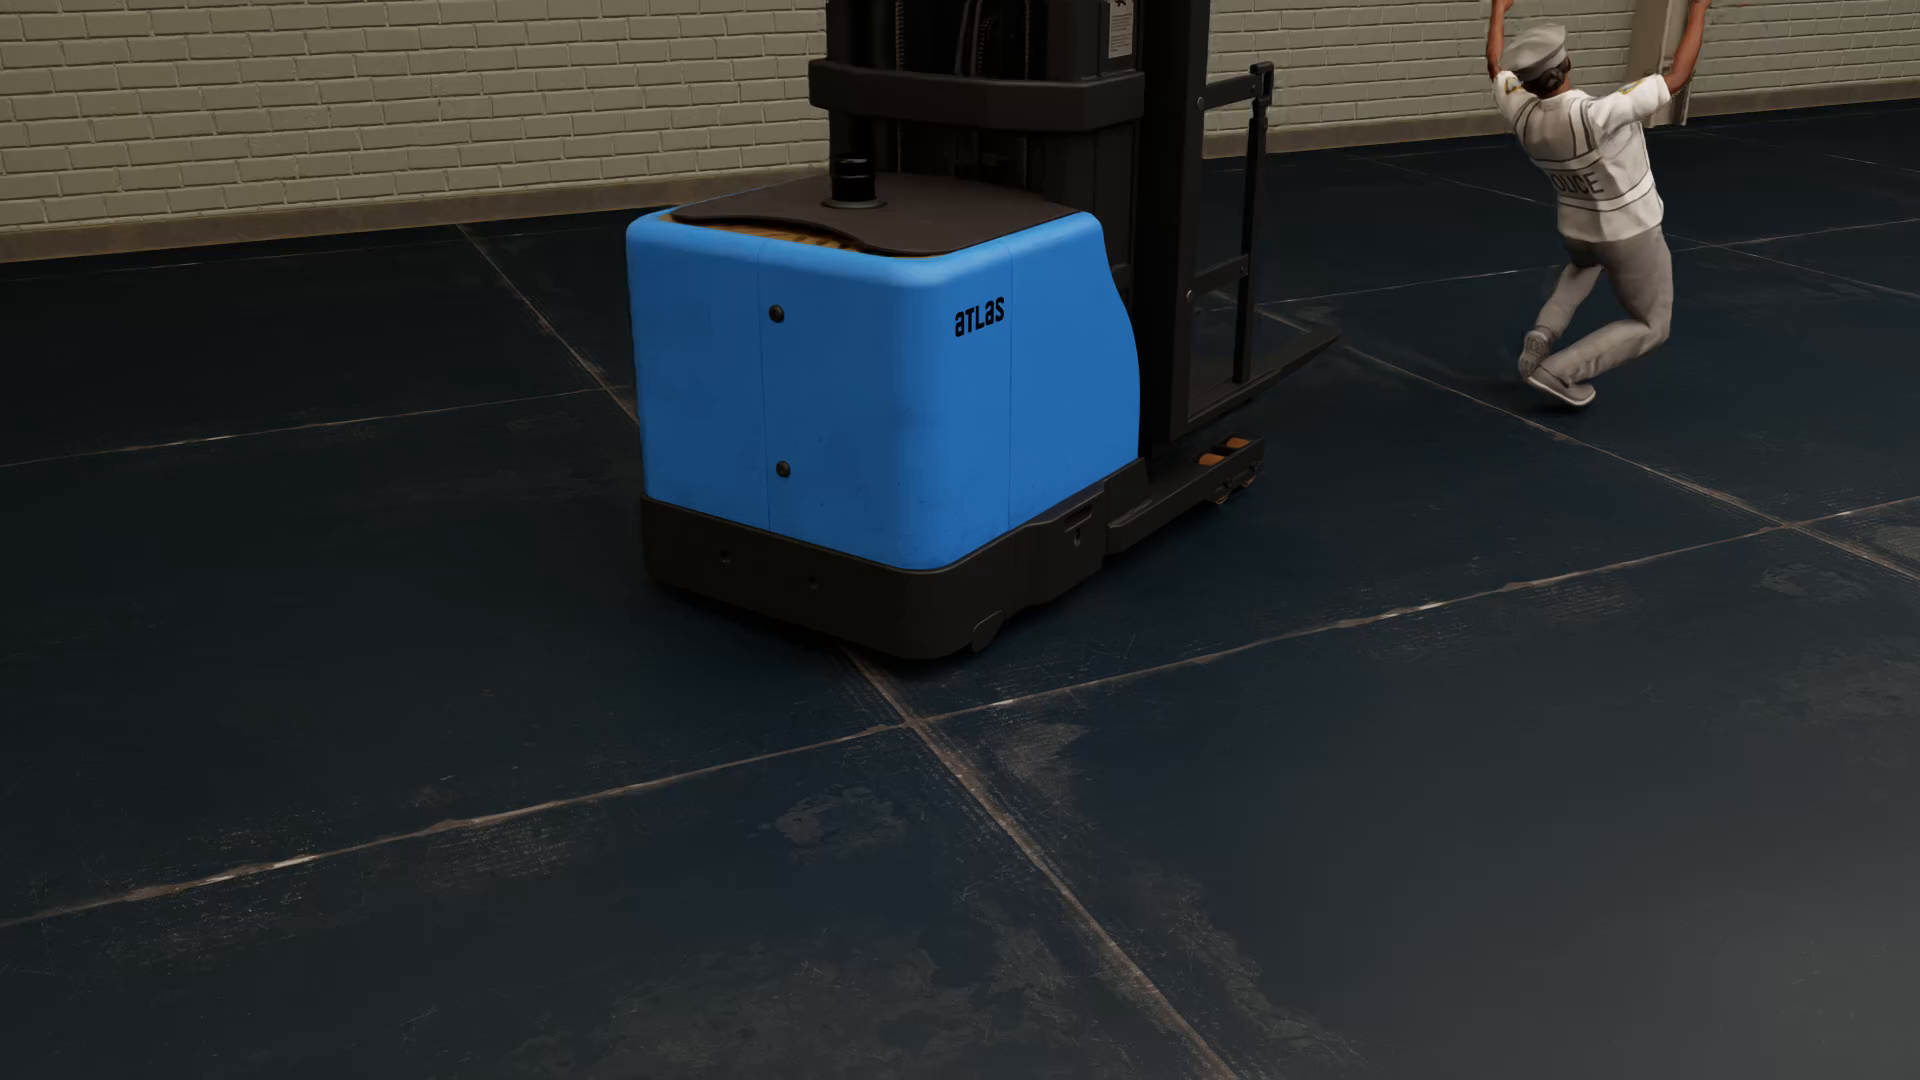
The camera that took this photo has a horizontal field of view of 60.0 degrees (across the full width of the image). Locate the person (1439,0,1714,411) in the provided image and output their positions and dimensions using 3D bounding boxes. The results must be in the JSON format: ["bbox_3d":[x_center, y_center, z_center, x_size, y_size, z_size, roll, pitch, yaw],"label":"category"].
[{"bbox_3d":[2.347,-1.328,6.363,0.824,1.541,1.011,-11,25,-25],"label":"person"}]

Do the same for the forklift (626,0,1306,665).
[{"bbox_3d":[0.307,-1.561,5.045,1.130,2.935,3.031,13,26,28],"label":"forklift"}]
